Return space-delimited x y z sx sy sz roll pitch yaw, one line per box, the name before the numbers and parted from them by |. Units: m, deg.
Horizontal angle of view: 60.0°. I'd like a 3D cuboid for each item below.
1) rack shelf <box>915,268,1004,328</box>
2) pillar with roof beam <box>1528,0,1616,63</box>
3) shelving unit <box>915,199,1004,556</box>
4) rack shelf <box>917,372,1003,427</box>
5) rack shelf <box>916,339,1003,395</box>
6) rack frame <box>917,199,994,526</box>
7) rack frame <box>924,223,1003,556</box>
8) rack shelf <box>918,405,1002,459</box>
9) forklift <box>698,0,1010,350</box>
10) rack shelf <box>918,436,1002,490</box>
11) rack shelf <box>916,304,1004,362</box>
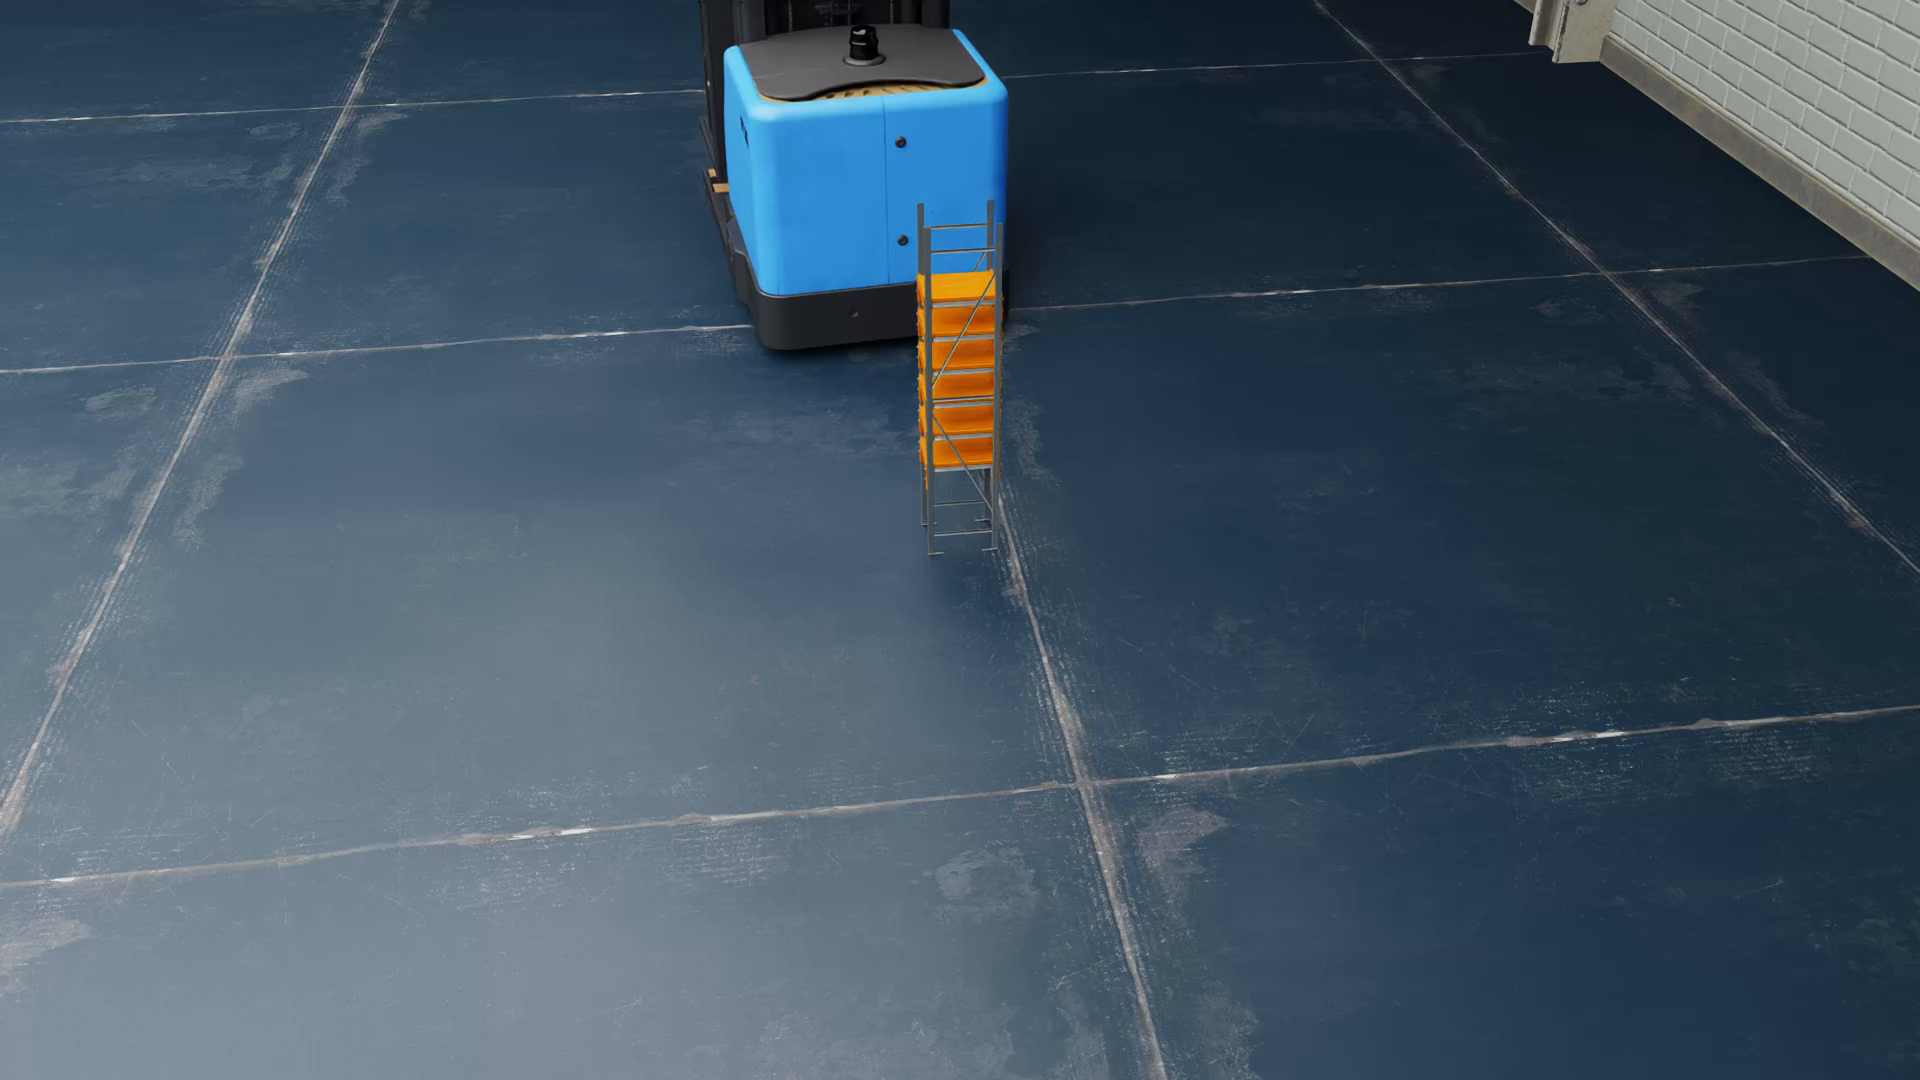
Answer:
rack shelf | -0.002 -0.765 5.246 0.258 0.103 0.180 -4 35 -6
pillar with roof beam | -0.584 -6.362 7.095 9.100 9.000 0.400 -4 35 -6
shelving unit | -0.002 -0.504 5.424 0.258 1.200 0.189 -4 35 -6
rack shelf | -0.002 -0.467 5.449 0.258 0.103 0.180 -4 35 -6
rack shelf | -0.002 -0.566 5.381 0.258 0.103 0.180 -4 35 -6
rack frame | -0.014 -0.555 5.499 0.240 1.200 0.006 -4 35 -6
rack frame | 0.010 -0.453 5.349 0.240 1.200 0.006 -4 35 -6
rack shelf | -0.002 -0.368 5.517 0.258 0.103 0.180 -4 35 -6
forklift | -0.644 -2.807 7.266 1.130 2.935 3.031 -8 35 -11
rack shelf | -0.002 -0.269 5.584 0.258 0.103 0.180 -4 35 -6
rack shelf | -0.002 -0.665 5.314 0.258 0.103 0.180 -4 35 -6
